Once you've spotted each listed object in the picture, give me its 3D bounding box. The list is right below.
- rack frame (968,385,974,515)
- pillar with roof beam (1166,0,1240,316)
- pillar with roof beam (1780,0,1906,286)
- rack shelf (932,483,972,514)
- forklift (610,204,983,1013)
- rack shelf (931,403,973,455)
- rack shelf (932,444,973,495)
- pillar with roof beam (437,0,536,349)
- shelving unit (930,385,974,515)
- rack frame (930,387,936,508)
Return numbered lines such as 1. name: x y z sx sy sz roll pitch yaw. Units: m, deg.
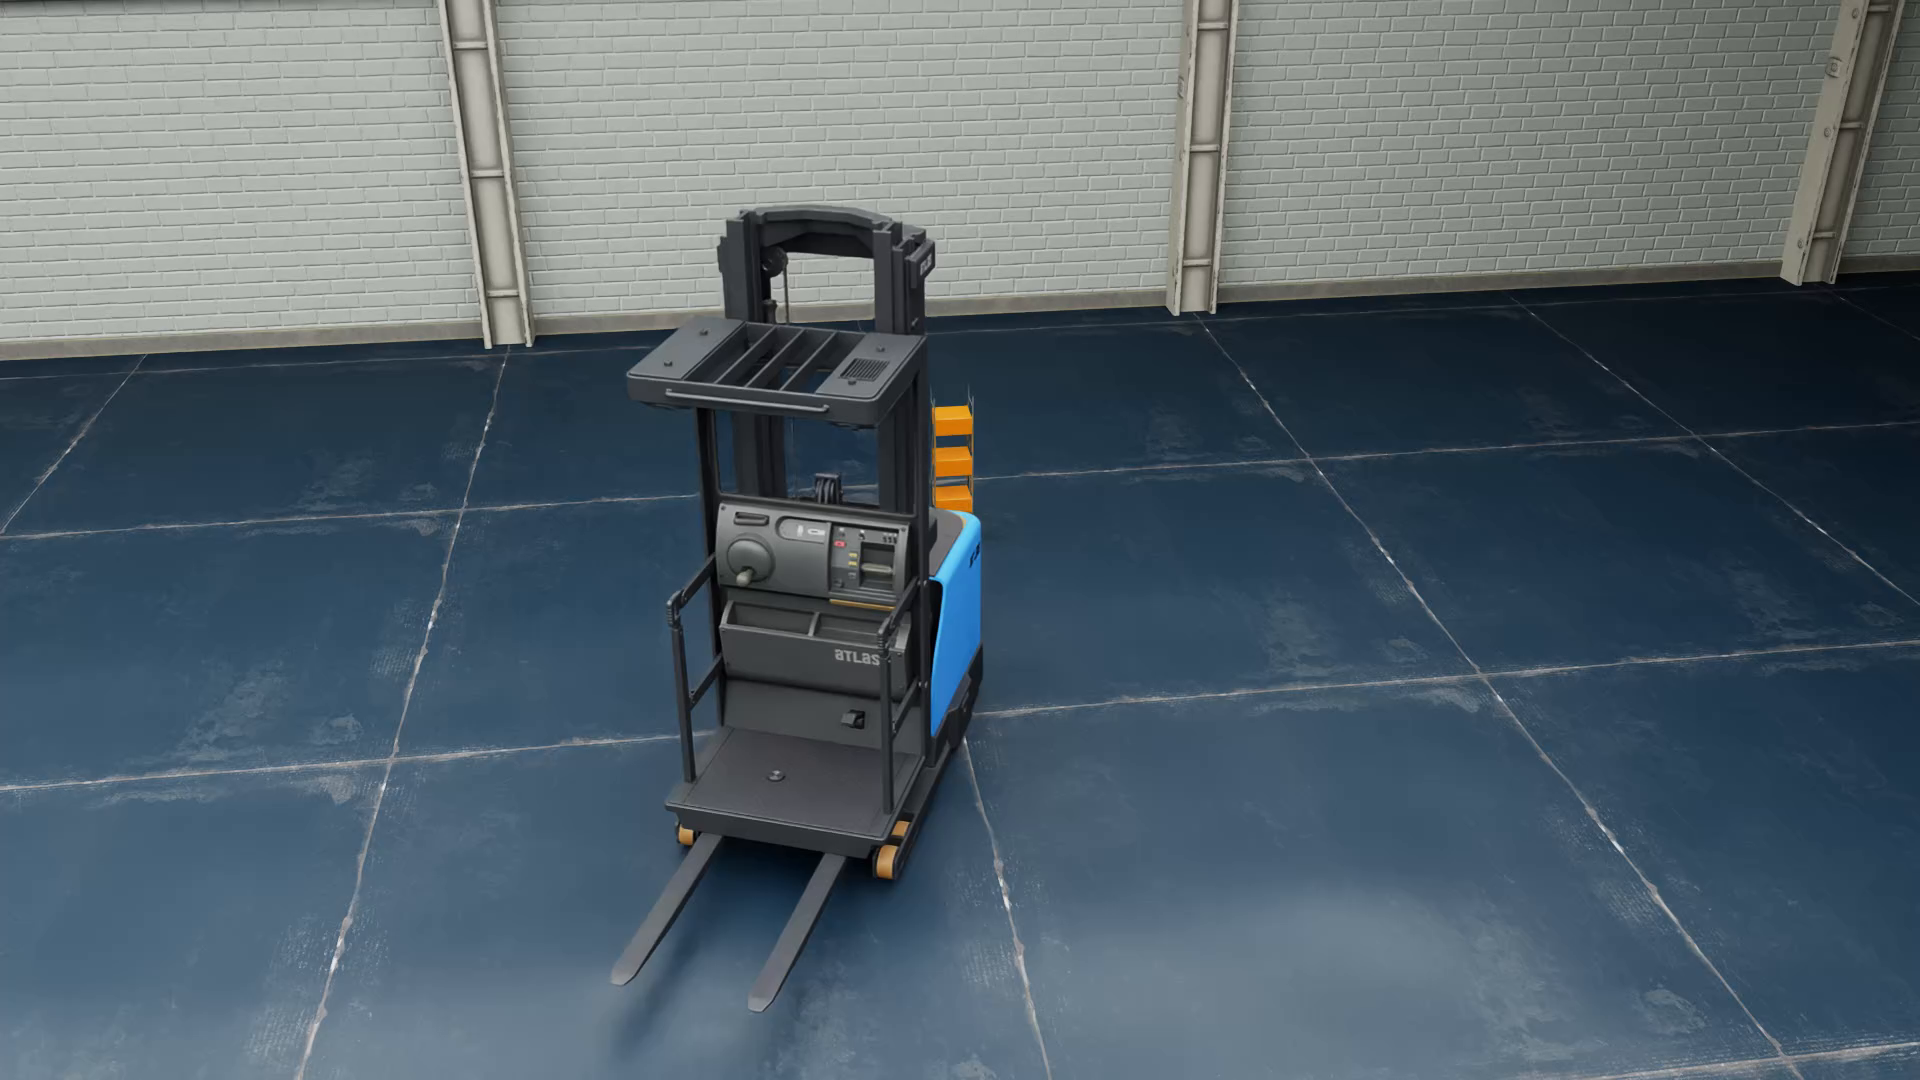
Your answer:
1. rack frame: 0.068 -0.471 10.721 0.008 1.050 0.200 -4 27 -7
2. pillar with roof beam: 2.682 -4.146 9.176 0.400 9.000 9.100 -4 27 -7
3. pillar with roof beam: 8.624 -4.528 9.919 0.400 9.000 9.100 -4 27 -7
4. rack shelf: -0.053 -0.207 10.838 0.240 0.259 0.215 -4 27 -7
5. forklift: -0.743 0.100 7.547 1.130 2.935 3.031 7 28 13
6. rack shelf: -0.053 -0.707 10.581 0.240 0.259 0.215 -4 27 -7
7. rack shelf: -0.053 -0.454 10.711 0.240 0.259 0.215 -4 27 -7
8. pillar with roof beam: -3.259 -3.764 8.432 0.400 9.000 9.100 -4 27 -7
9. shelving unit: -0.053 -0.464 10.706 0.252 1.050 0.215 -4 27 -7
10. rack frame: -0.174 -0.456 10.691 0.008 1.050 0.200 -4 27 -7
